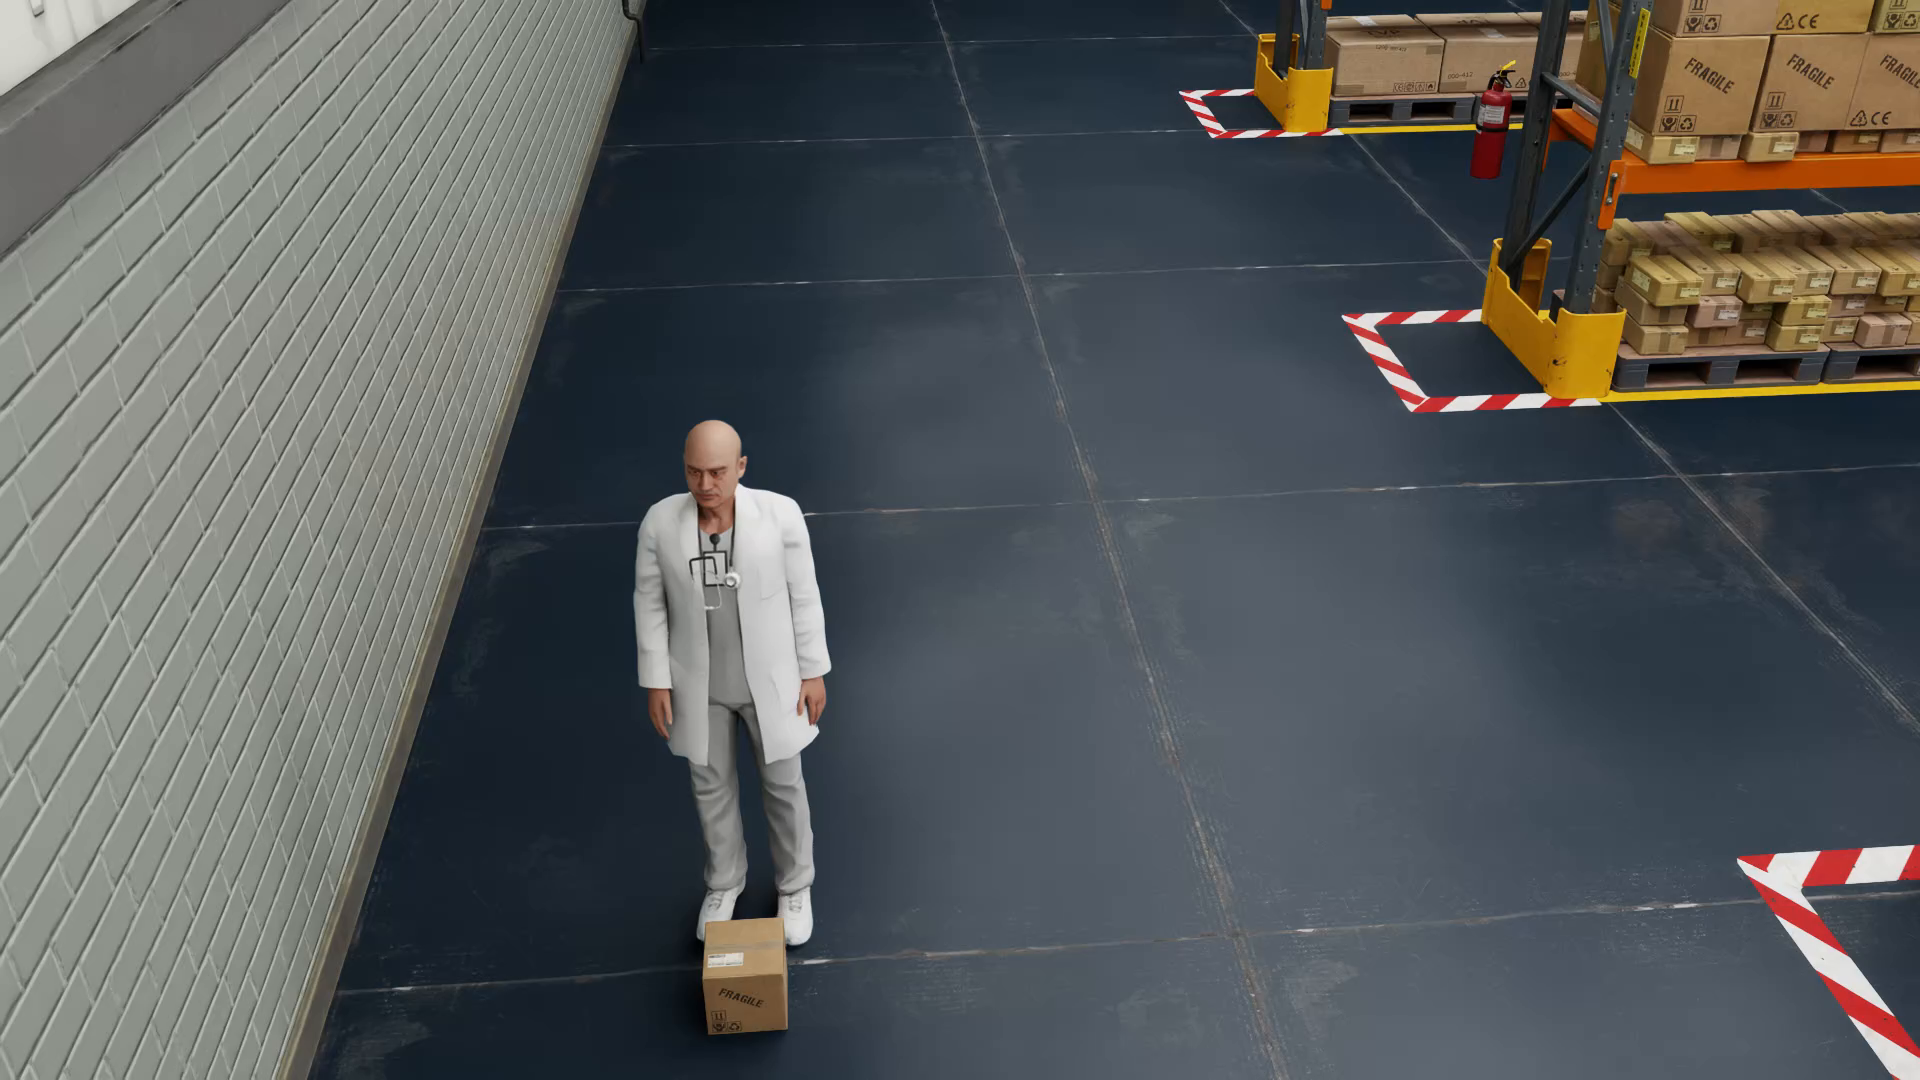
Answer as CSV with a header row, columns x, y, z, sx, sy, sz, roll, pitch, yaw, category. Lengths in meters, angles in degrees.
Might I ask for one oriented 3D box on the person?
x,y,z,sx,sy,sz,roll,pitch,yaw,category
-0.723,0.491,5.295,0.618,1.802,0.470,0,31,0,person
